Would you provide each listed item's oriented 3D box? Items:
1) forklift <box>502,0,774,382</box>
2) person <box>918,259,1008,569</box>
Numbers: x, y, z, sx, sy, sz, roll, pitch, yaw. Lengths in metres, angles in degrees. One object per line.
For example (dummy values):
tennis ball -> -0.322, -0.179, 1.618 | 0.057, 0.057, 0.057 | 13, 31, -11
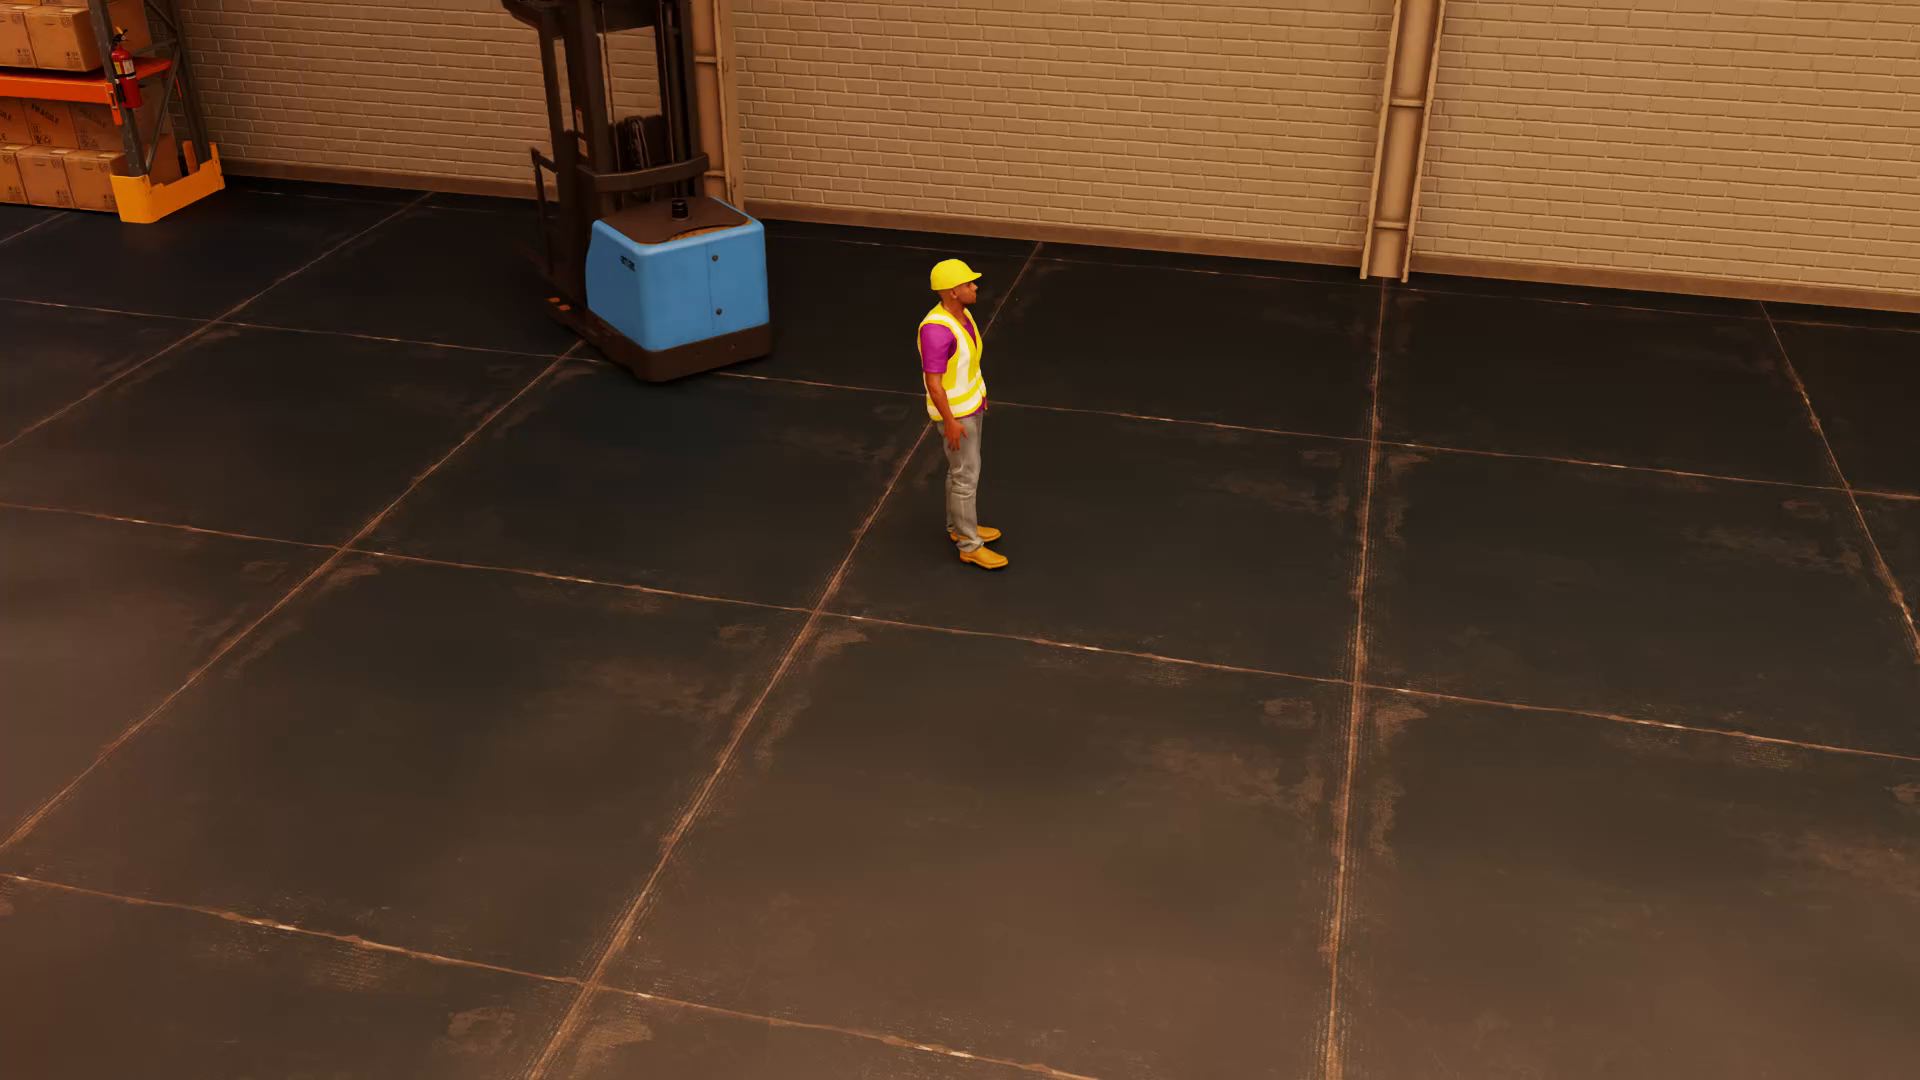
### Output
forklift -> -2.665, -3.088, 12.621 | 1.130, 2.935, 3.031 | -19, 35, -30
person -> 0.067, -0.764, 9.686 | 0.575, 1.768, 0.666 | 7, 30, 12
